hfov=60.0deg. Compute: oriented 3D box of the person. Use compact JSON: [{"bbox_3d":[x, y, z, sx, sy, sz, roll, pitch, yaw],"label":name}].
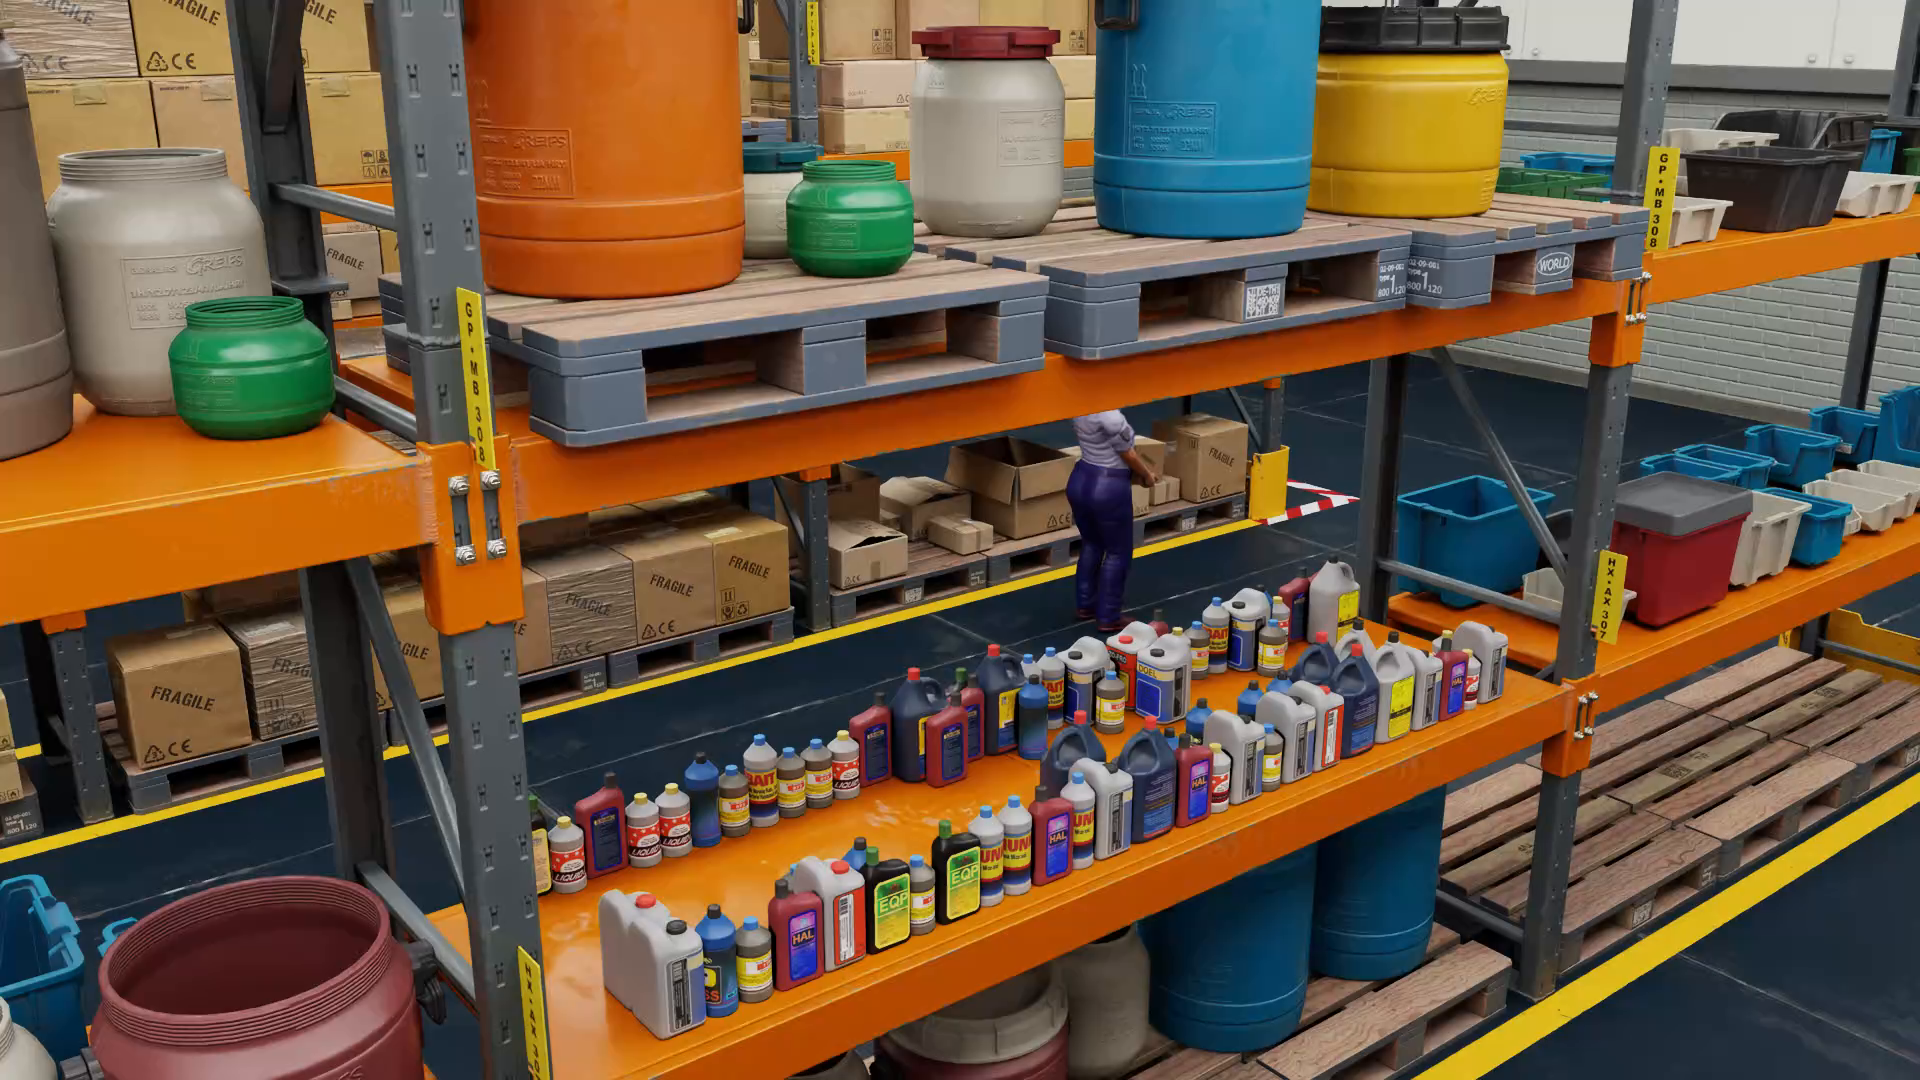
[{"bbox_3d":[0.906,-0.286,9.985,0.514,1.639,0.453,-13,22,-35],"label":"person"}]
